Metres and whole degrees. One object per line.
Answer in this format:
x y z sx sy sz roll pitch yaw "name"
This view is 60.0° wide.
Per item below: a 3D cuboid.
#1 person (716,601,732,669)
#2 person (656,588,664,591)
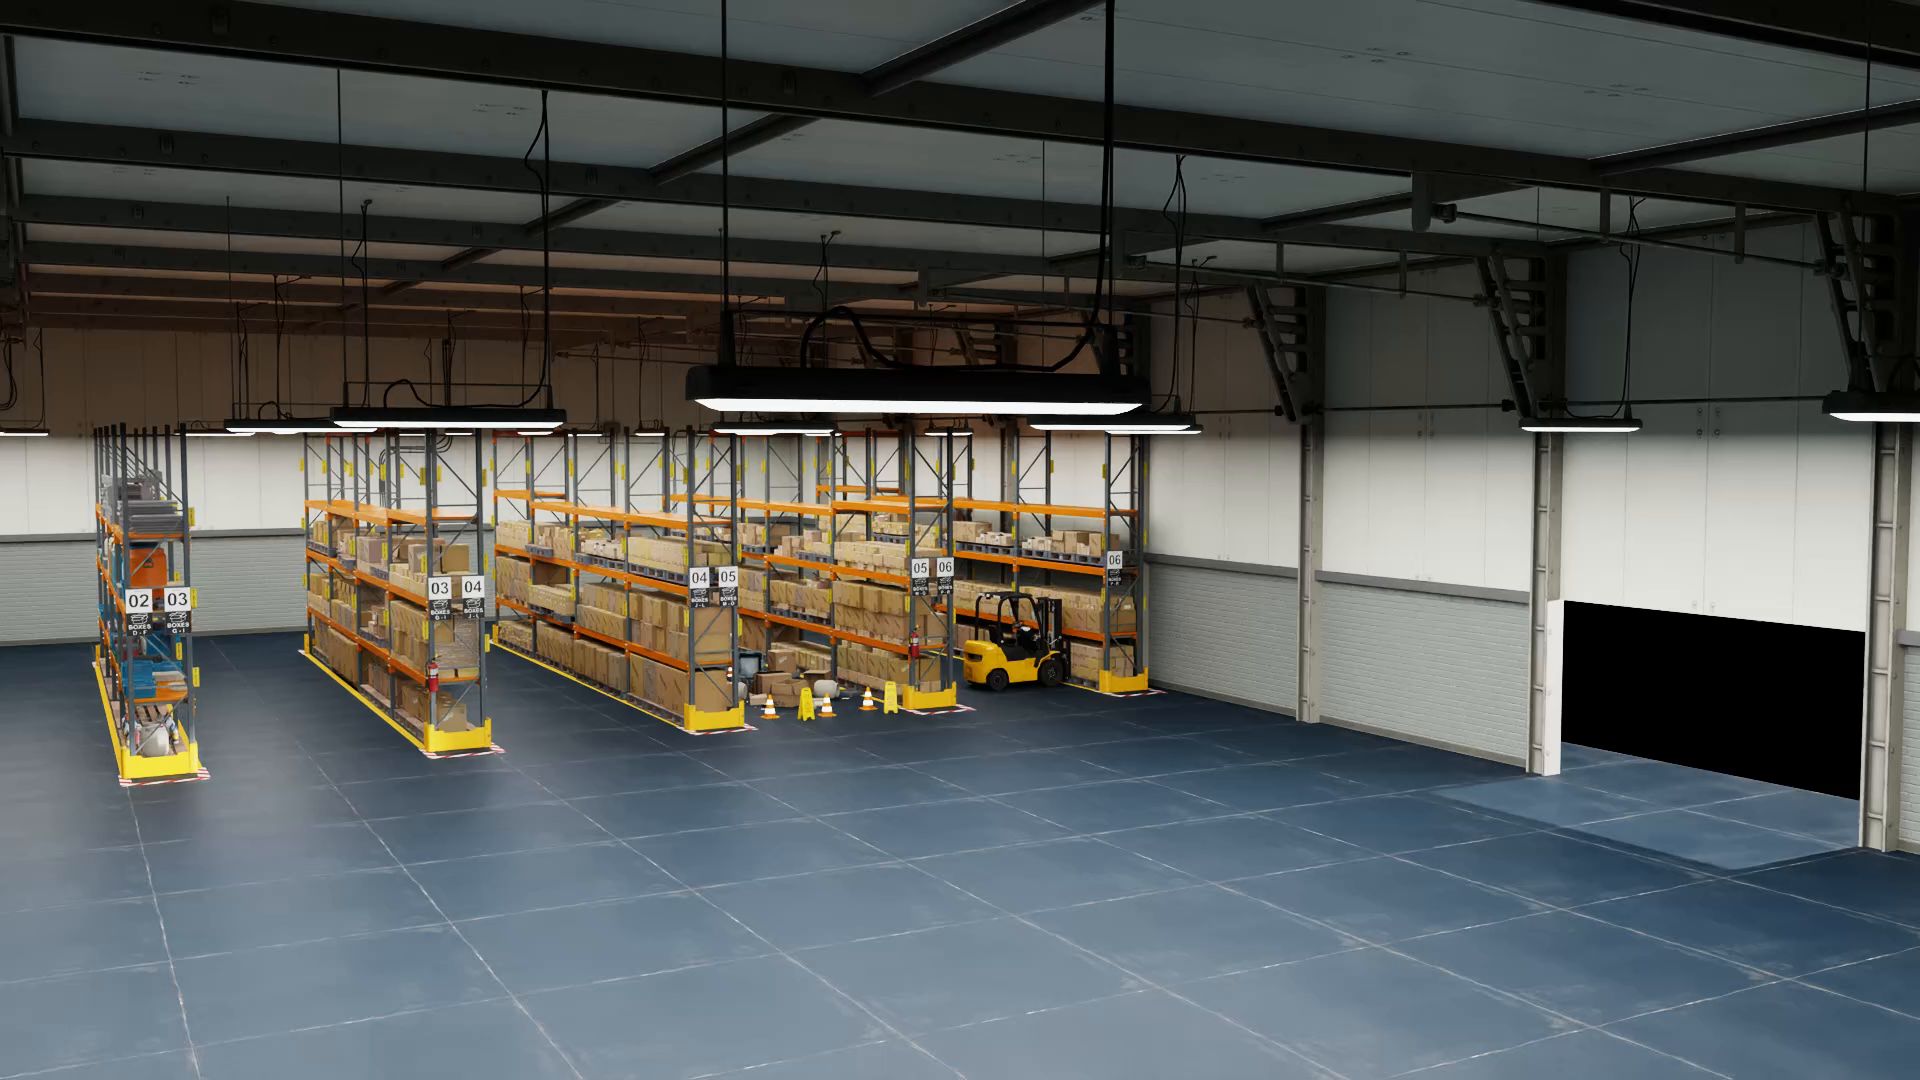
-5.819 2.376 40.923 0.712 1.758 0.488 1 4 23 "person"
-8.080 2.093 45.103 0.653 1.783 0.417 2 4 27 "person"
